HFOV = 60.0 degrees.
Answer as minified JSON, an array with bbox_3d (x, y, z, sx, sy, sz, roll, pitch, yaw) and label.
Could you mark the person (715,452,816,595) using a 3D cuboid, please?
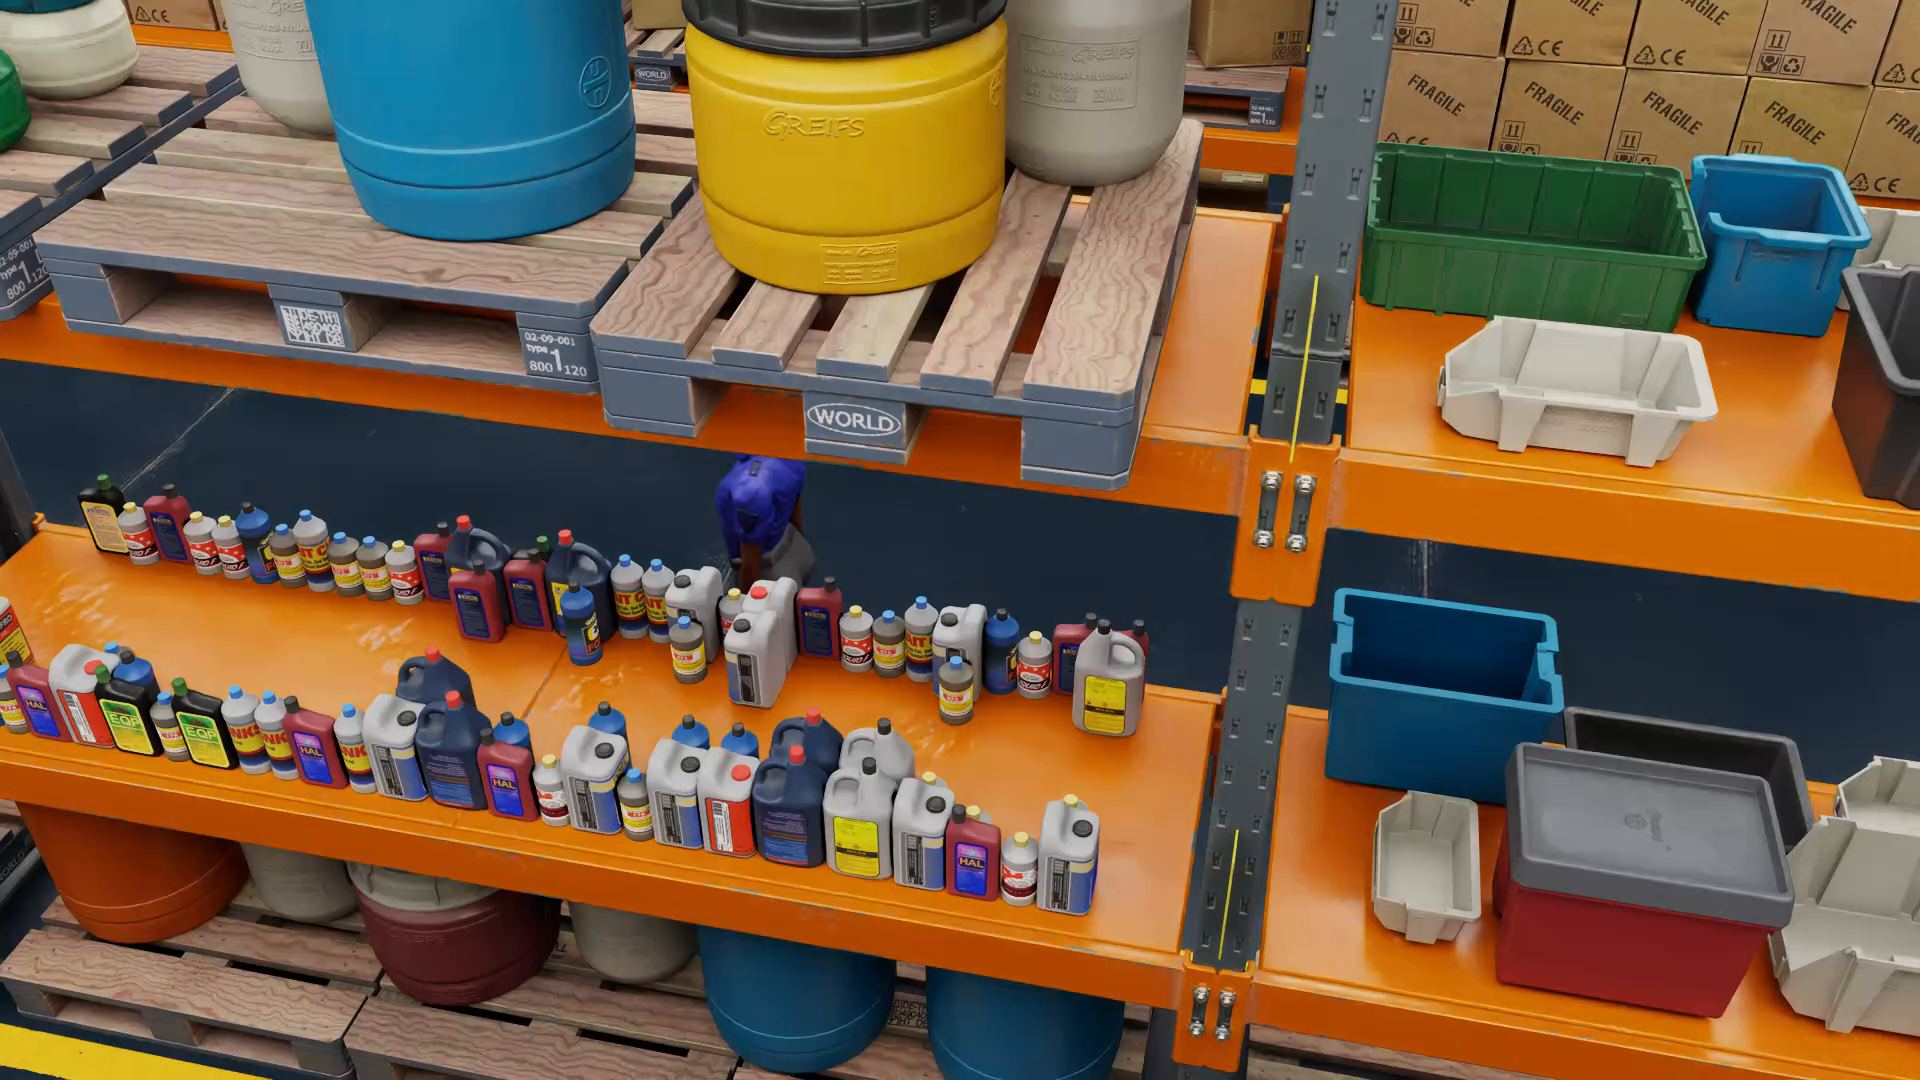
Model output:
[{"bbox_3d":[-0.718,0.135,5.976,0.408,1.658,0.439,8,38,11],"label":"person"}]
